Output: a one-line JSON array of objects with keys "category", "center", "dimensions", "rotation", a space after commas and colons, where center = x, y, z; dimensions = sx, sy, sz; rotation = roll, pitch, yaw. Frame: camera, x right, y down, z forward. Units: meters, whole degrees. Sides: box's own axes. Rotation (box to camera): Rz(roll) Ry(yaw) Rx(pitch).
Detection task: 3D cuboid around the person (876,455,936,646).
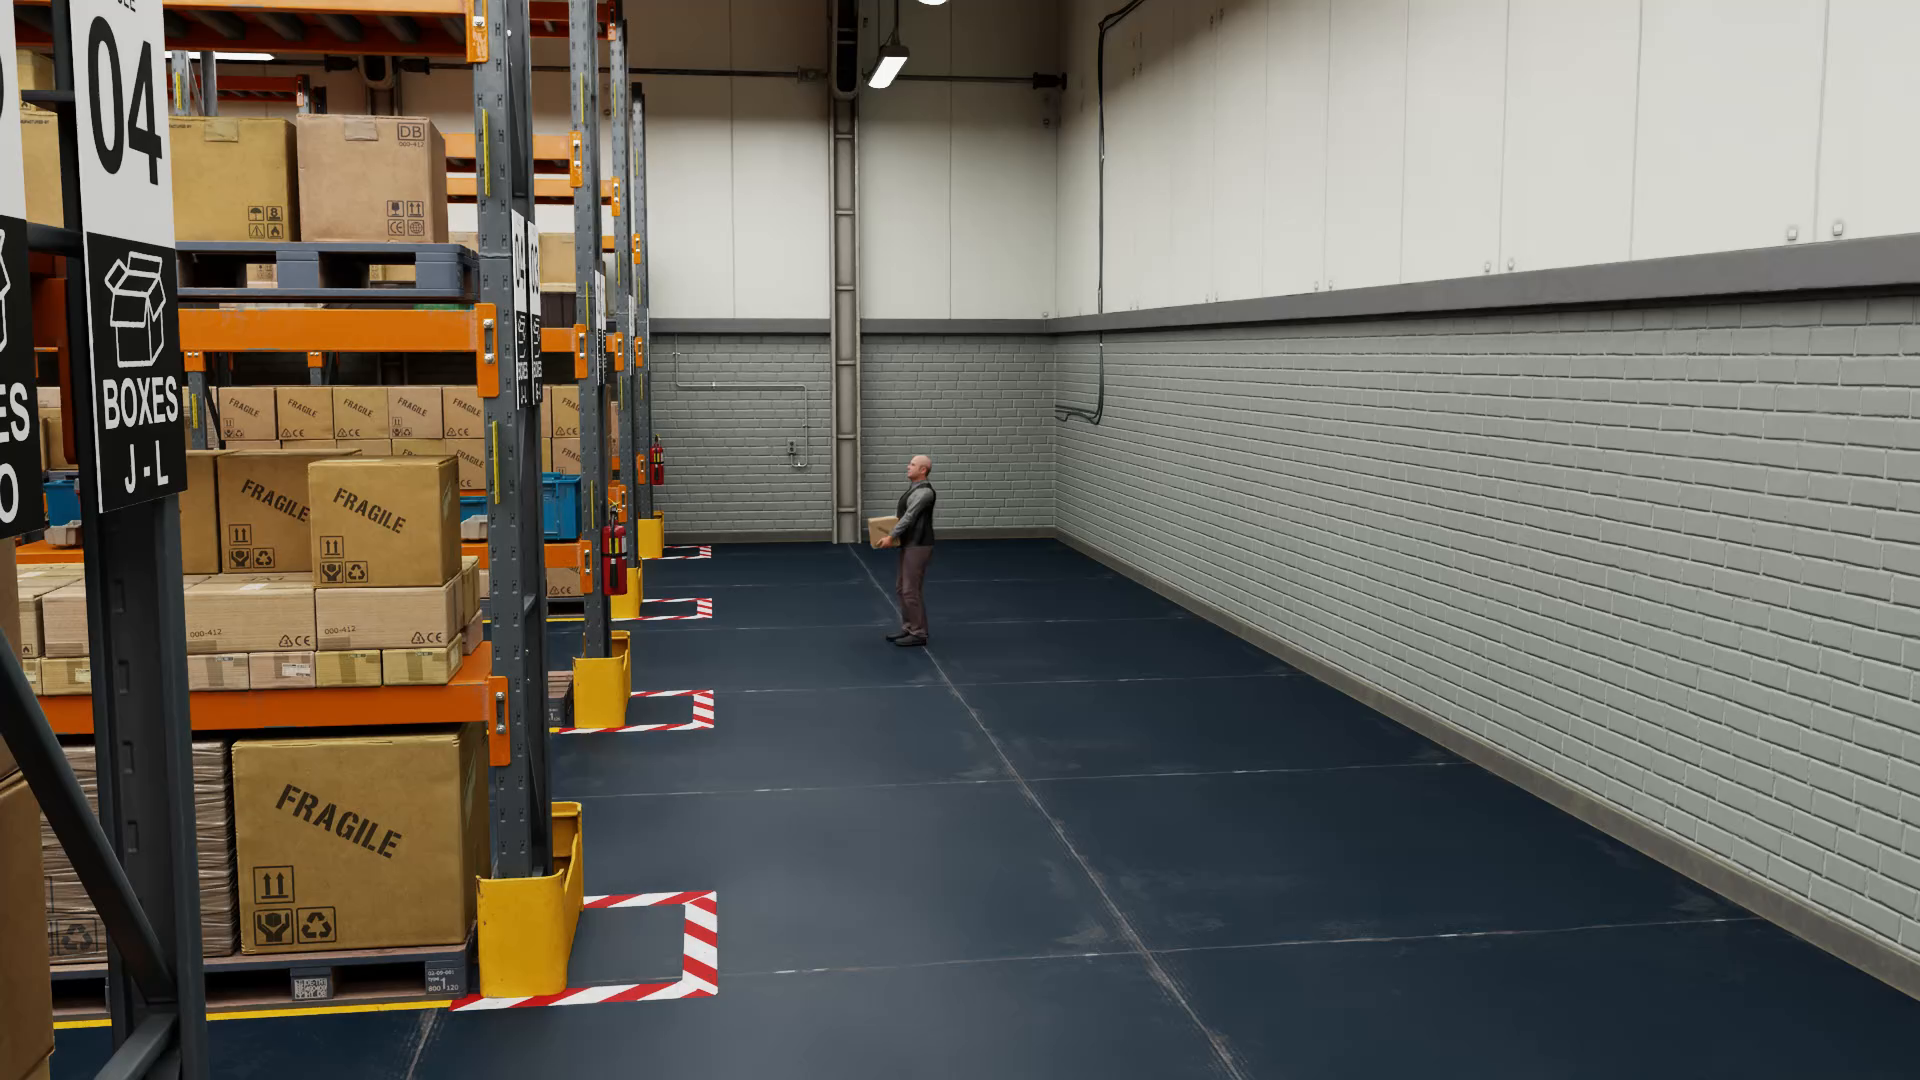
[{"category": "person", "center": [-0.498, 0.089, 15.061], "dimensions": [0.550, 1.714, 0.496], "rotation": [-1, 7, -9]}]
